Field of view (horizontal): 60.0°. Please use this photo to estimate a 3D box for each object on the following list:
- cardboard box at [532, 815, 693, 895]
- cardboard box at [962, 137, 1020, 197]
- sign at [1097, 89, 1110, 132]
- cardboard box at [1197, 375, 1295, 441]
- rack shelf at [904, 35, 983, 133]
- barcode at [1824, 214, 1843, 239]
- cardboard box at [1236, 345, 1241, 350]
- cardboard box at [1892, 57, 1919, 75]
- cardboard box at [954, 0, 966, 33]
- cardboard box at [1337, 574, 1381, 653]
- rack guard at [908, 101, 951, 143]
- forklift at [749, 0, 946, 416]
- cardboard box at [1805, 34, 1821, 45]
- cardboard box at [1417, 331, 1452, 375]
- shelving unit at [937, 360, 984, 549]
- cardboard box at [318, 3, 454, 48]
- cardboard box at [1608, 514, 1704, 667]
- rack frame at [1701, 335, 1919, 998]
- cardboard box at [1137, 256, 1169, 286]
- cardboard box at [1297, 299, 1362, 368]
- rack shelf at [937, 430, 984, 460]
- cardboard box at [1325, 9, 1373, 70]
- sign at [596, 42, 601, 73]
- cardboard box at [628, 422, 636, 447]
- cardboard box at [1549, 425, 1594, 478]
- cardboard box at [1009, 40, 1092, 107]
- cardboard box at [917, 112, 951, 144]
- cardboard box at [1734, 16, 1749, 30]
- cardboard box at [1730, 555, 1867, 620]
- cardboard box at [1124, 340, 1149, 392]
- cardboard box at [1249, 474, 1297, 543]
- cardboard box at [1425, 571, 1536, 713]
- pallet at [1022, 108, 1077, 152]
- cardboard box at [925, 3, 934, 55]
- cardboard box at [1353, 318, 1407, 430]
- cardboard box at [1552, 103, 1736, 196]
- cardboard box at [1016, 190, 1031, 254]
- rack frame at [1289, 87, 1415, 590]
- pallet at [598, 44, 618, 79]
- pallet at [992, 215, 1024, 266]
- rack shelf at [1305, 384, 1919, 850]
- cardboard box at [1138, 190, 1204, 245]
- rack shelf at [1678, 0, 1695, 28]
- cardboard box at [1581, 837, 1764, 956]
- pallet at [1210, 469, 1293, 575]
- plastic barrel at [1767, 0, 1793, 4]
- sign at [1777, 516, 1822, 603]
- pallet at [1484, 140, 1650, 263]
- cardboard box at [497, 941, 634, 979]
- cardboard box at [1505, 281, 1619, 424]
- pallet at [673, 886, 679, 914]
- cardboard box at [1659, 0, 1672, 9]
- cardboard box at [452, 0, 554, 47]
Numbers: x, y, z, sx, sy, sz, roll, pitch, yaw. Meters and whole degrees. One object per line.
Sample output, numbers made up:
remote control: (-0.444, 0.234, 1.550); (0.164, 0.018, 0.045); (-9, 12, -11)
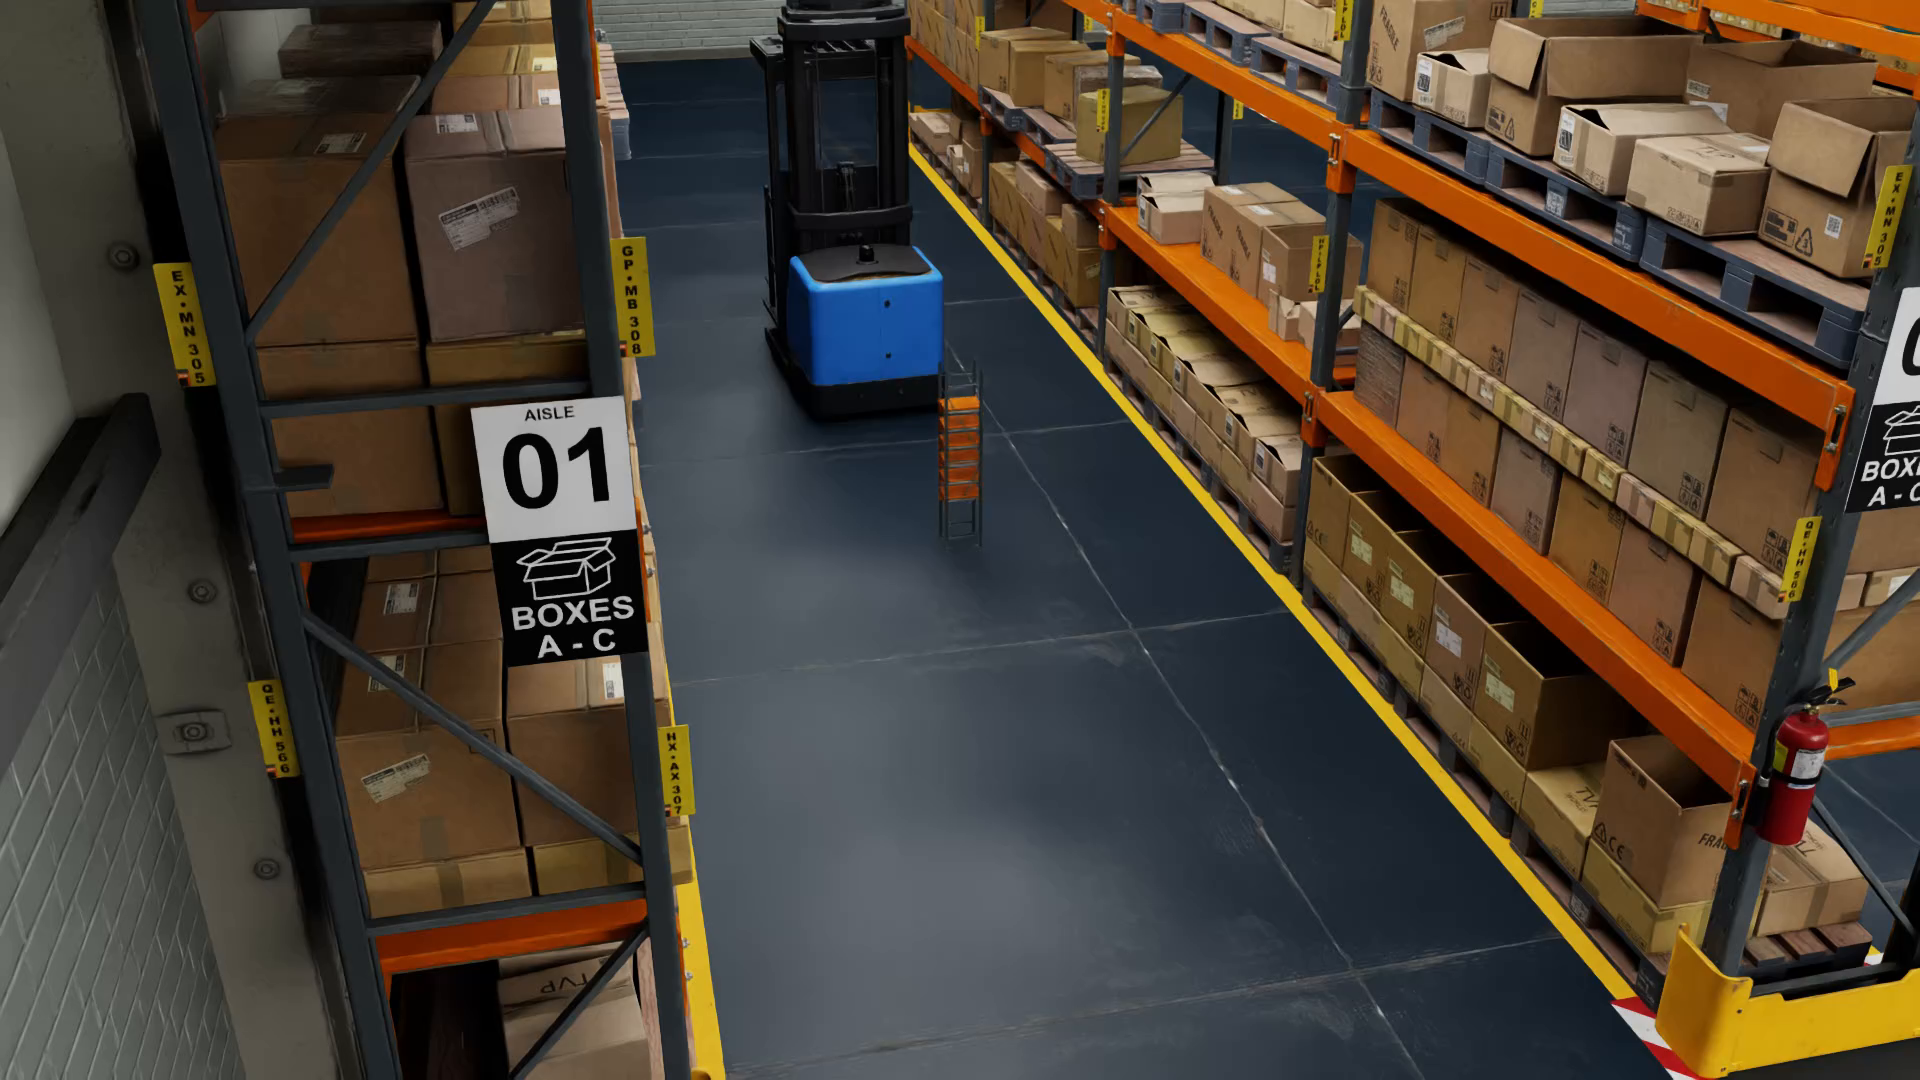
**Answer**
cardboard box: (-1.196, 0.959, 5.666); (0.500, 0.250, 0.500); (-7, 28, -13)
cardboard box: (0.321, -3.927, 17.488); (0.500, 0.500, 0.500); (-6, 27, -12)
sign: (1.101, -3.292, 12.746); (0.100, 0.325, 0.005); (-6, 27, -12)
cardboard box: (1.925, -0.920, 11.206); (0.500, 0.311, 0.500); (-6, 27, -12)
rack shelf: (0.275, -5.182, 18.487); (1.077, 0.370, 4.000); (-6, 27, -12)
barcode: (2.893, -1.039, 5.507); (0.001, 0.075, 0.075); (-6, 27, -12)
cardboard box: (2.220, -1.426, 12.208); (0.500, 0.311, 0.500); (-6, 27, -12)
cardboard box: (10.353, -5.227, 17.665); (0.500, 0.500, 0.500); (-6, 27, -12)
cardboard box: (0.242, -5.537, 17.170); (0.500, 0.500, 0.500); (-6, 27, -13)
cardboard box: (2.446, 0.381, 9.252); (0.500, 0.250, 0.500); (-6, 27, -12)
rack guard: (-0.158, -5.232, 20.561); (1.175, 0.500, 0.348); (-6, 27, -12)
forklift: (-1.005, -2.880, 13.204); (1.130, 2.935, 3.031); (-7, 28, -14)
cardboard box: (9.932, -5.731, 19.055); (0.380, 0.149, 0.250); (-5, 27, -11)
cardboard box: (2.578, -0.972, 8.516); (0.380, 0.149, 0.250); (-6, 27, -12)
shelving unit: (0.003, -0.529, 10.467); (0.258, 1.200, 0.189); (-6, 27, -12)
cardboard box: (-2.464, -2.204, 7.215); (0.500, 0.500, 0.500); (-5, 27, -11)
cardboard box: (3.215, 0.162, 6.990); (0.700, 0.500, 0.500); (-5, 27, -10)
rack frame: (3.431, 0.643, 6.148); (1.000, 3.000, 0.127); (-6, 27, -12)
cardboard box: (1.803, -2.179, 14.024); (0.500, 0.500, 0.500); (-5, 27, -9)
cardboard box: (2.376, -1.258, 10.080); (0.500, 0.250, 0.500); (-4, 27, -8)
rack shelf: (0.003, -0.597, 10.433); (0.258, 0.103, 0.180); (-6, 27, -12)
cardboard box: (2.400, -2.845, 9.428); (0.500, 0.250, 0.500); (-3, 27, -6)
sign: (-1.769, -2.237, 7.951); (0.100, 0.325, 0.005); (-6, 27, -12)
cardboard box: (-1.667, -0.269, 7.266); (0.500, 0.500, 0.500); (-7, 28, -13)
cardboard box: (2.866, -0.408, 7.399); (0.380, 0.149, 0.250); (-5, 27, -10)
cardboard box: (0.832, -4.332, 15.426); (0.700, 0.500, 0.500); (-2, 27, -3)
cardboard box: (-0.216, -4.863, 19.620); (0.500, 0.250, 0.500); (-6, 27, -12)
cardboard box: (9.644, -6.294, 20.170); (0.380, 0.149, 0.250); (-6, 27, -11)
cardboard box: (3.159, 0.160, 6.273); (0.380, 0.149, 0.250); (-6, 27, -12)
cardboard box: (1.574, -1.349, 12.680); (0.500, 0.250, 0.500); (-7, 28, -13)
cardboard box: (2.153, -0.226, 10.454); (0.500, 0.250, 0.500); (-6, 27, -12)
cardboard box: (2.669, 0.485, 8.213); (0.500, 0.500, 0.500); (-6, 27, -12)
pallet: (1.185, -3.637, 14.840); (1.003, 0.211, 1.213); (-6, 27, -12)
cardboard box: (-0.100, -5.758, 18.718); (0.500, 0.500, 0.500); (-6, 27, -12)
cardboard box: (2.635, -0.964, 9.220); (0.700, 0.500, 0.500); (-7, 28, -13)
cardboard box: (2.789, -1.630, 6.798); (0.500, 0.311, 0.500); (-3, 27, -6)
cardboard box: (0.834, -3.016, 15.682); (0.500, 0.500, 0.500); (-6, 27, -11)
rack frame: (2.529, -1.114, 9.627); (1.000, 3.000, 0.127); (-6, 27, -12)
pallet: (-2.568, -2.601, 9.454); (1.213, 0.211, 1.003); (-6, 27, -12)
pallet: (0.946, -3.027, 16.514); (1.003, 0.211, 1.213); (-6, 27, -12)
rack shelf: (2.980, 0.086, 8.050); (1.077, 0.370, 4.000); (-6, 27, -12)
cardboard box: (1.640, -2.417, 12.309); (0.500, 0.311, 0.500); (-6, 27, -12)
rack shelf: (6.004, -5.267, 15.325); (1.077, 0.370, 4.000); (-6, 27, -12)
cardboard box: (3.022, 1.477, 7.080); (0.500, 0.250, 0.500); (-6, 27, -12)
pallet: (2.325, -0.188, 10.888); (1.003, 0.211, 1.213); (-6, 27, -12)
plastic barrel: (6.428, -4.551, 12.553); (0.600, 0.901, 0.600); (0, 27, 0)
sign: (2.899, 0.069, 5.737); (0.100, 0.325, 0.005); (-6, 27, -12)
pallet: (3.018, -1.507, 7.176); (1.003, 0.211, 1.213); (-6, 27, -12)
cardboard box: (-1.592, 1.588, 6.771); (0.500, 0.311, 0.500); (-4, 27, -7)
cardboard box: (2.975, -0.882, 7.618); (0.700, 0.500, 0.500); (-6, 27, -12)
pallet: (-1.832, 1.464, 7.615); (1.003, 0.211, 1.213); (-6, 27, -12)
cardboard box: (9.295, -6.972, 21.513); (0.380, 0.149, 0.250); (-6, 27, -12)
cardboard box: (-1.658, -1.788, 6.391); (0.500, 0.500, 0.500); (-7, 28, -13)
